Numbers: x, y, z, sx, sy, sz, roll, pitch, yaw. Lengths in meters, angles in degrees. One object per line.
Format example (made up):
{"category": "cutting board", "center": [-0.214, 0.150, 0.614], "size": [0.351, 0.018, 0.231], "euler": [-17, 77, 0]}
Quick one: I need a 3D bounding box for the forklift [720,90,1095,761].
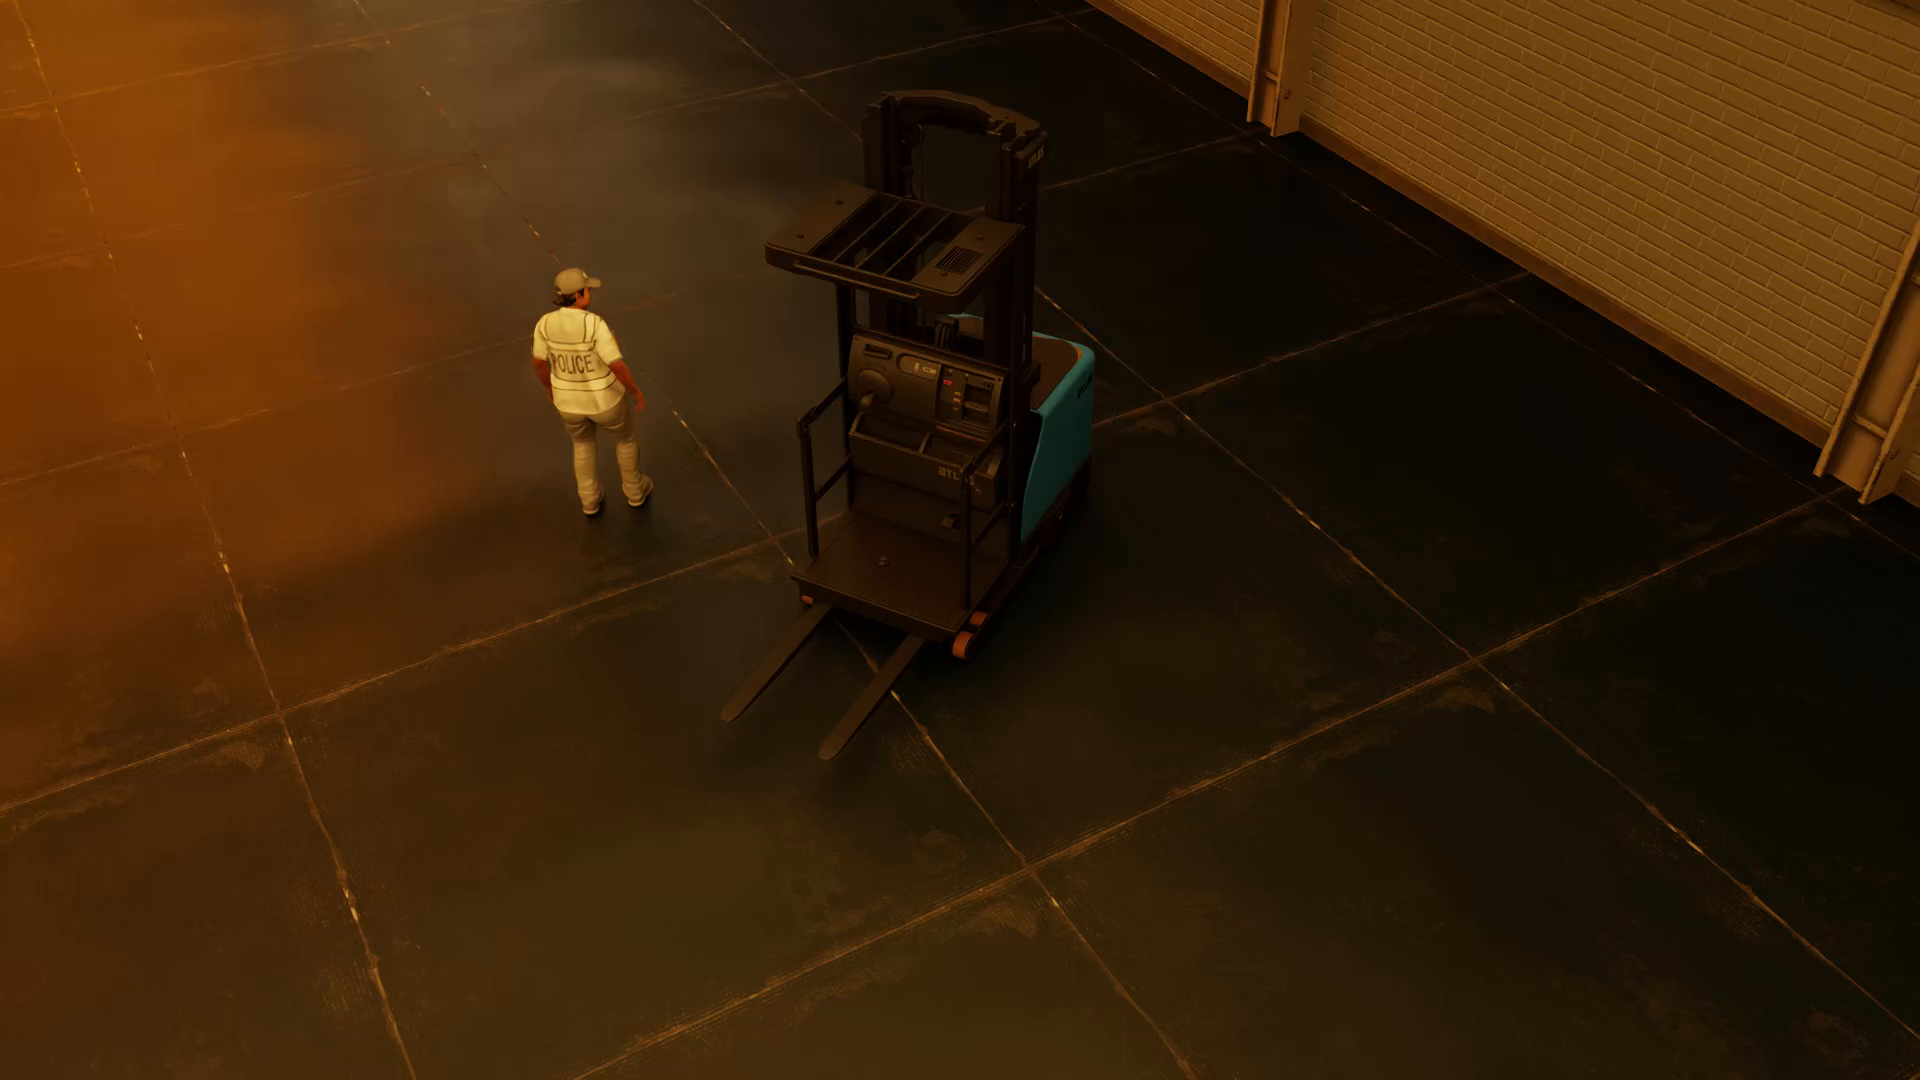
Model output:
{"category": "forklift", "center": [-0.288, -0.771, 8.965], "size": [1.130, 2.935, 3.031], "euler": [18, 43, 21]}

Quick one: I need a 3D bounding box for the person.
{"category": "person", "center": [-2.231, -0.893, 10.113], "size": [0.638, 1.657, 0.477], "euler": [6, 40, 7]}
